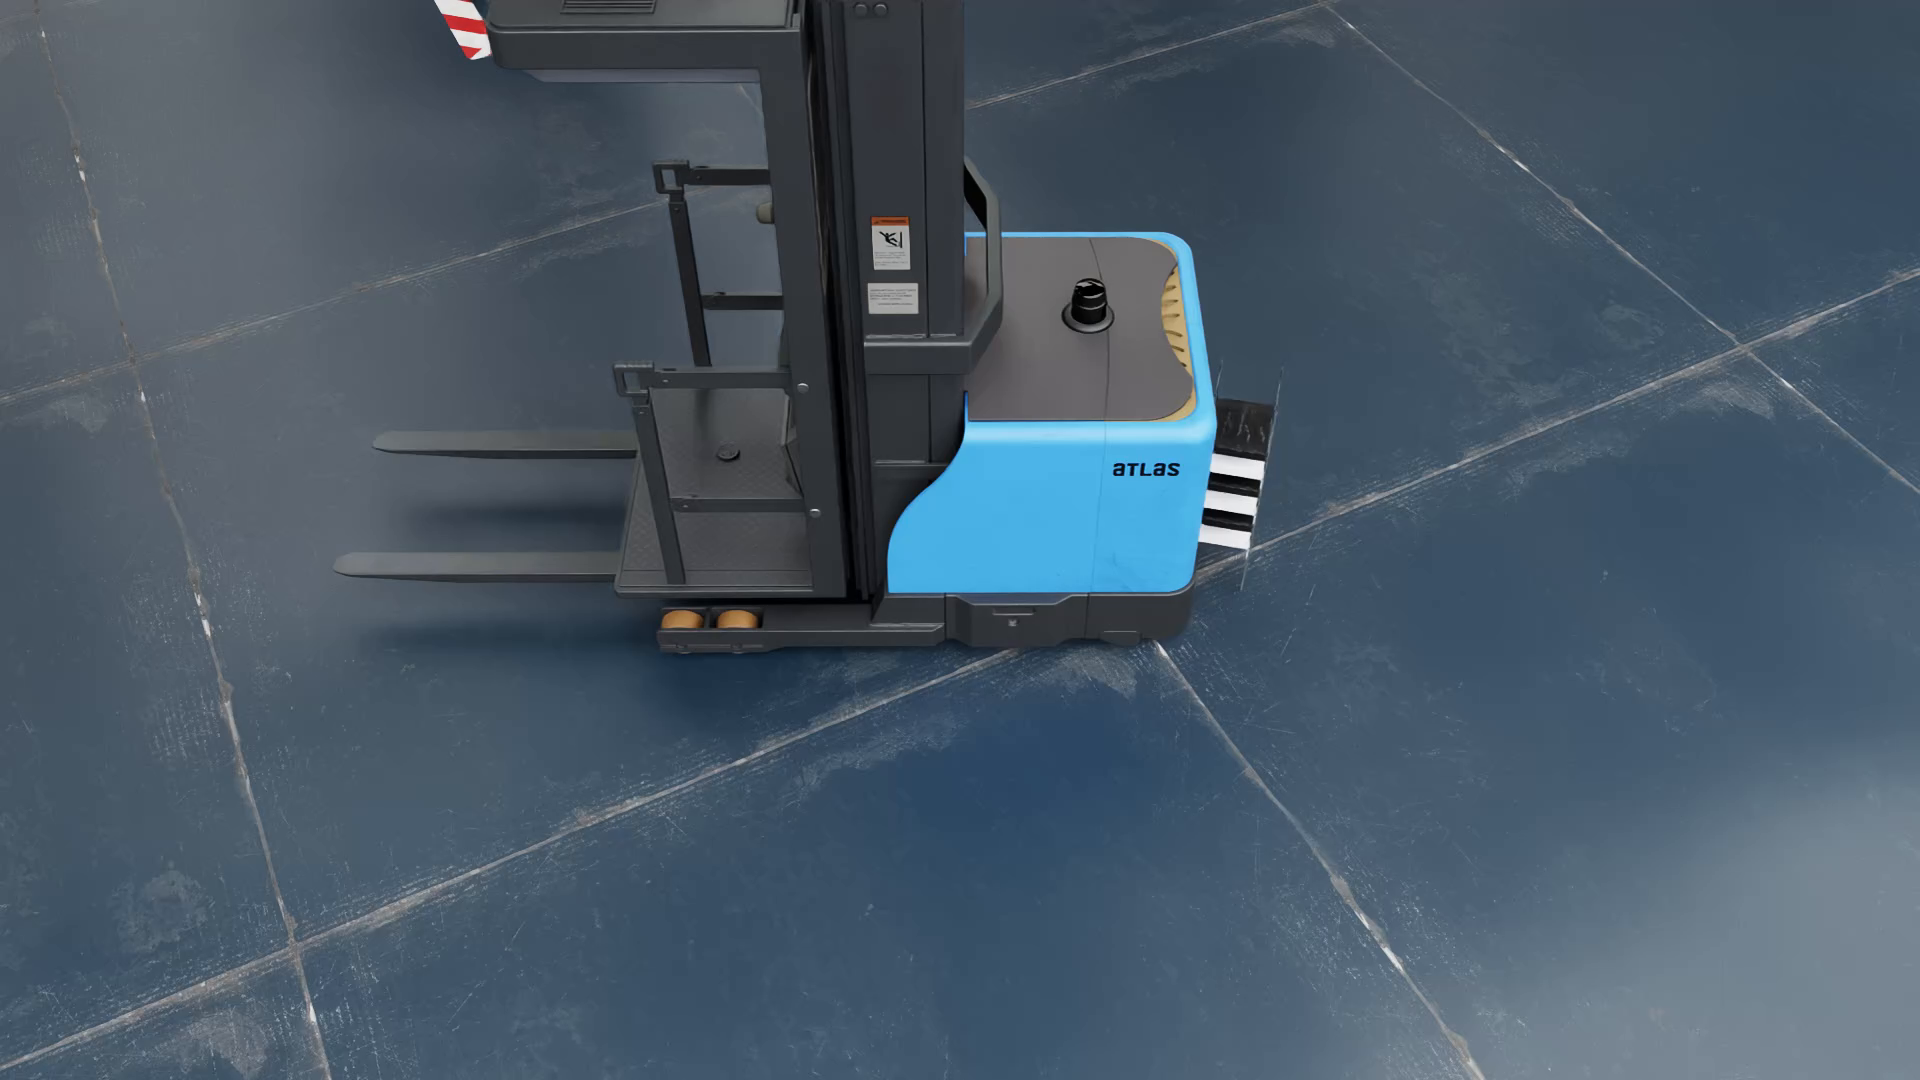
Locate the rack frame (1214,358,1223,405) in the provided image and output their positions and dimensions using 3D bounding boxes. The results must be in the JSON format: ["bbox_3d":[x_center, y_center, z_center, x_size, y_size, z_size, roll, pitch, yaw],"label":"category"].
[{"bbox_3d":[0.855,-0.227,5.851,0.006,0.900,0.240,10,50,8],"label":"rack frame"}]

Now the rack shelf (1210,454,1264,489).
[{"bbox_3d":[0.954,-0.307,5.726,0.200,0.077,0.258,10,50,8],"label":"rack shelf"}]

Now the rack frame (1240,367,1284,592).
[{"bbox_3d":[1.053,-0.194,5.822,0.006,0.900,0.240,10,50,8],"label":"rack frame"}]

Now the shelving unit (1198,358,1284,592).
[{"bbox_3d":[0.954,-0.211,5.836,0.210,0.900,0.258,10,50,8],"label":"shelving unit"}]

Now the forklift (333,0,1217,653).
[{"bbox_3d":[-0.699,-0.964,5.146,3.031,2.935,1.130,0,49,0],"label":"forklift"}]

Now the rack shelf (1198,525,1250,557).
[{"bbox_3d":[0.954,-0.070,5.997,0.200,0.077,0.258,10,50,8],"label":"rack shelf"}]

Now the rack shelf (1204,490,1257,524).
[{"bbox_3d":[0.954,-0.189,5.861,0.200,0.077,0.258,10,50,8],"label":"rack shelf"}]

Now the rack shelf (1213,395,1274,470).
[{"bbox_3d":[0.954,-0.366,5.658,0.200,0.077,0.258,10,50,8],"label":"rack shelf"}]

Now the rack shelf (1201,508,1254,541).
[{"bbox_3d":[0.954,-0.129,5.929,0.200,0.077,0.258,10,50,8],"label":"rack shelf"}]

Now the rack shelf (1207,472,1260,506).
[{"bbox_3d":[0.954,-0.248,5.793,0.200,0.077,0.258,10,50,8],"label":"rack shelf"}]
